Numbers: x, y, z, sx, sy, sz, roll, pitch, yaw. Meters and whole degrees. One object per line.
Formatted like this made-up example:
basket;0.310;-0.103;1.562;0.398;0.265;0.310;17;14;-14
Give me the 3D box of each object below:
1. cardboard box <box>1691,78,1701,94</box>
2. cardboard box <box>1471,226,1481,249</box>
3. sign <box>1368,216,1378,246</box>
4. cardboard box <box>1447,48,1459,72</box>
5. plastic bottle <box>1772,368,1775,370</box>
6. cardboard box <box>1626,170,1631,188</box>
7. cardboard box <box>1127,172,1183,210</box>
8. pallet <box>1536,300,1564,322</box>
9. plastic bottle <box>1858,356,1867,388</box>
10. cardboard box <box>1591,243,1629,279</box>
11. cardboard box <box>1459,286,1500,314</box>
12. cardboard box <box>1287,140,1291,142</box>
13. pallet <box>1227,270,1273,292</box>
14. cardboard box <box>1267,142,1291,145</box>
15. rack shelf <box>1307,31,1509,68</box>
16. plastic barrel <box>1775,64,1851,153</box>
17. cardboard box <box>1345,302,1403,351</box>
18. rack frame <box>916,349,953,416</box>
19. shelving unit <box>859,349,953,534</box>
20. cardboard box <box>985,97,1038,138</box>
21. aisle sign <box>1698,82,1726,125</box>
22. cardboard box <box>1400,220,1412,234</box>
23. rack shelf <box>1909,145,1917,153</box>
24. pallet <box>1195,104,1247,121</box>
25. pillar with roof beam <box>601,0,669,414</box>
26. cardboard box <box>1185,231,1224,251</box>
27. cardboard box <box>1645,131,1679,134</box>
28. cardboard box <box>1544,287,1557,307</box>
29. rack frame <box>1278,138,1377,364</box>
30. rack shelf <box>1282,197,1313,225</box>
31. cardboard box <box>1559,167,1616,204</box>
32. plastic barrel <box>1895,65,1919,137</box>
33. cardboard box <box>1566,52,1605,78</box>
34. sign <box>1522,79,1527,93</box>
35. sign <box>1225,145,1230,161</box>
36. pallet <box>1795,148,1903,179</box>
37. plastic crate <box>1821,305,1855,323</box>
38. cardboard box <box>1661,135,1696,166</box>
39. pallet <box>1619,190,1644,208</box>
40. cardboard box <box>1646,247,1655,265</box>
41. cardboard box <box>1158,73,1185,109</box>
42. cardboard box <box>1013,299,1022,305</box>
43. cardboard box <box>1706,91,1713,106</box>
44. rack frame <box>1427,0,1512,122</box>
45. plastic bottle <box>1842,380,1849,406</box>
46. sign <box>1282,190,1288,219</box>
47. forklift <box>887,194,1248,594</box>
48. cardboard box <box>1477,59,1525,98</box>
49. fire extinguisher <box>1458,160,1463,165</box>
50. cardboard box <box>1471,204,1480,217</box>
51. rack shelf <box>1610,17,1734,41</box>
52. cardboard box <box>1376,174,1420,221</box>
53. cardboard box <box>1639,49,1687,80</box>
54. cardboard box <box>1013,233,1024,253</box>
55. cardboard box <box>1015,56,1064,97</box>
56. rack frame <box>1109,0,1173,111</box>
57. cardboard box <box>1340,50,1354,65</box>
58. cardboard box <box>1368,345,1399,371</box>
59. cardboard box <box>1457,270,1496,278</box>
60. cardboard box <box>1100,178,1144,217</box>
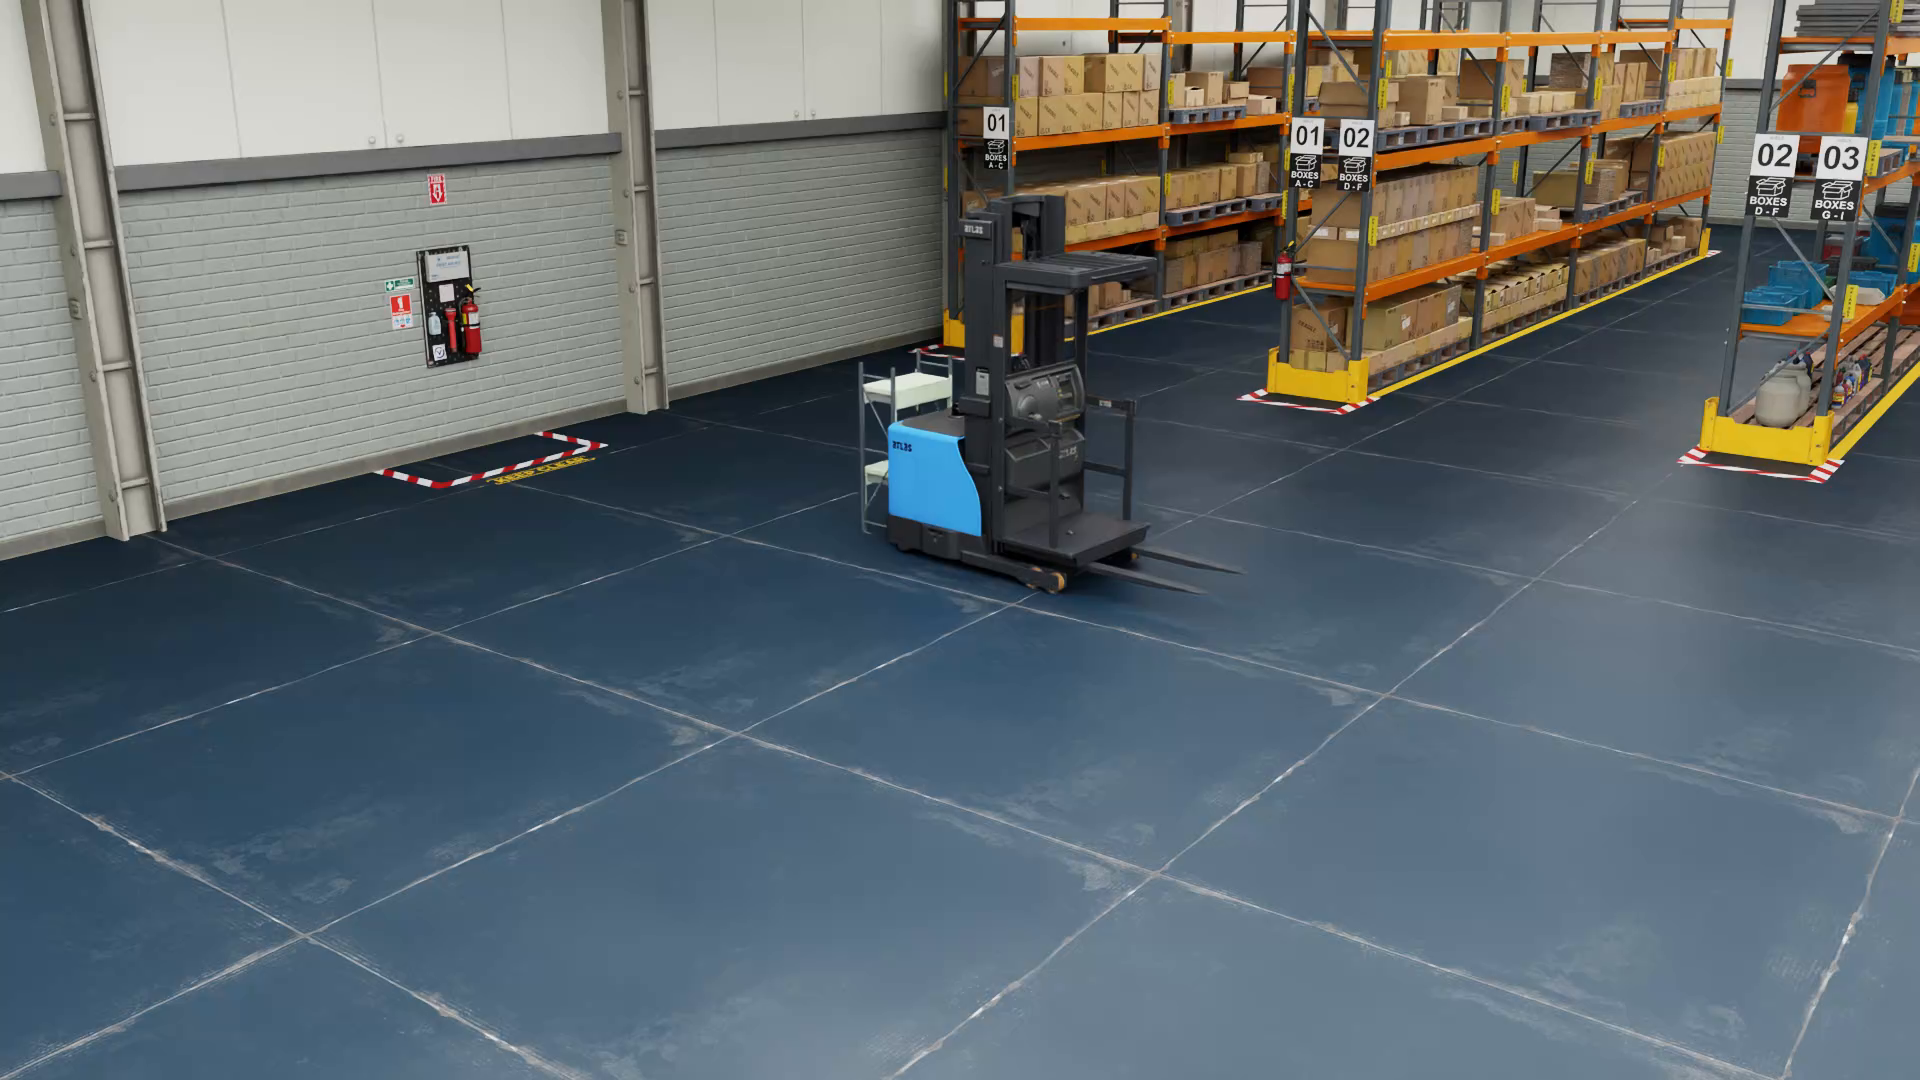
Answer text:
cardboard box;12.792;-8.047;29.450;0.500;0.250;0.500;12;21;35
cardboard box;6.893;-4.167;22.859;0.500;0.250;0.500;14;22;38
sign;4.693;-3.513;18.906;0.100;0.325;0.005;12;21;35
cardboard box;9.587;-9.591;33.126;0.500;0.500;0.500;12;21;35
plastic bottle;9.224;-1.798;18.826;0.152;0.276;0.135;12;21;33
cardboard box;11.493;-6.232;29.084;0.500;0.500;0.500;13;21;36
cardboard box;2.985;-5.362;25.541;0.700;0.500;0.500;12;21;35
pallet;8.496;-3.546;25.306;1.003;0.211;1.213;12;21;35
plastic bottle;10.344;-1.933;19.135;0.144;0.351;0.185;11;20;32
cardboard box;10.737;-4.632;27.575;0.500;0.500;0.500;13;21;35
cardboard box;7.081;-3.324;22.872;0.500;0.311;0.500;13;21;35
cardboard box;6.022;-7.018;29.818;0.500;0.250;0.500;12;21;33
pallet;4.571;-4.424;28.133;1.003;0.211;1.213;12;21;35
cardboard box;5.719;-6.897;29.427;0.500;0.250;0.500;12;21;33
rack shelf;5.443;-5.968;20.176;1.077;0.370;4.000;12;21;35
plastic barrel;8.415;-4.262;16.419;0.600;0.830;0.708;12;21;35
cardboard box;5.046;-2.615;20.270;0.500;0.500;0.500;12;21;35
rack frame;-0.222;-0.914;14.656;0.400;1.500;0.023;14;22;38
shelving unit;-0.458;-0.831;14.389;0.431;1.500;0.755;14;22;38
cardboard box;0.671;-5.561;21.834;0.500;0.500;0.500;13;22;36
aisle sign;14.071;-8.176;31.130;0.394;0.787;0.004;12;21;35
cardboard box;5.272;-3.820;20.226;0.380;0.149;0.250;12;21;33
rack shelf;11.802;-4.803;20.808;1.077;0.370;4.000;12;21;35
pallet;3.723;-6.707;26.043;1.213;0.211;1.003;12;21;35
pillar with roof beam;-0.125;-5.031;15.270;9.100;9.000;0.400;12;21;35
cardboard box;3.958;-4.887;27.131;0.500;0.250;0.500;12;21;34
cardboard box;13.003;-7.313;30.879;0.500;0.500;0.500;13;21;35
cardboard box;8.596;-3.662;24.908;0.500;0.250;0.500;12;21;34
rack frame;4.251;-3.161;19.366;1.000;3.000;0.127;12;21;35
rack shelf;6.229;-6.074;29.959;1.077;0.370;4.000;12;21;35
cardboard box;10.001;-5.669;26.565;0.500;0.500;0.700;-15;23;-40
plastic barrel;12.330;-5.705;21.655;0.600;0.901;0.600;0;17;0
cardboard box;9.587;-7.249;25.616;0.500;0.500;0.500;12;21;35
sign;8.583;-6.843;25.291;0.100;0.325;0.005;12;21;35
sign;4.590;-6.592;28.459;0.100;0.325;0.005;12;21;35
pallet;8.799;-3.807;16.707;1.003;0.211;1.213;12;21;35
plastic crate;9.019;-2.316;17.087;0.298;0.136;0.250;12;21;35
cardboard box;12.829;-6.976;29.795;0.500;0.500;0.500;13;22;36
pallet;10.837;-5.757;28.048;1.003;0.211;1.213;12;21;35
cardboard box;11.825;-5.007;29.102;0.500;0.311;0.500;12;21;35
cardboard box;3.044;-6.785;25.102;0.500;0.500;0.500;16;24;42
cardboard box;1.095;-3.247;23.432;0.500;0.311;0.500;15;22;39
cardboard box;13.383;-8.047;30.294;0.500;0.250;0.500;12;21;35
rack frame;6.635;-6.979;21.544;1.000;3.000;0.127;12;21;35
plastic bottle;9.707;-1.626;18.259;0.061;0.283;0.133;13;21;36
sign;3.824;-3.927;19.479;0.100;0.325;0.005;12;21;35
forklift;0.838;-1.159;13.035;3.031;2.935;1.130;14;22;38
cardboard box;7.354;-6.313;22.739;0.500;0.500;0.500;15;23;40
fire extinguisher;10.264;-7.586;34.374;0.296;0.674;0.183;12;21;35
cardboard box;6.645;-4.369;21.993;0.380;0.149;0.250;12;21;35
rack shelf;12.593;-9.016;29.321;1.077;0.370;4.000;12;21;35
cardboard box;5.180;-4.197;20.344;0.700;0.500;0.500;13;21;35
cardboard box;12.072;-8.194;28.659;0.700;0.500;0.500;12;21;35
cardboard box;0.816;-4.034;22.395;0.500;0.250;0.500;12;21;33
cardboard box;1.035;-6.163;22.084;0.500;0.500;0.500;12;21;34
rack frame;2.654;-7.854;24.360;1.000;3.000;0.127;12;21;35
cardboard box;6.791;-8.756;30.149;0.500;0.250;0.500;14;22;39
cardboard box;5.044;-2.257;20.382;0.500;0.250;0.500;12;21;35
cardboard box;7.552;-3.779;24.338;0.500;0.311;0.500;12;21;34
cardboard box;2.328;-4.997;24.233;0.500;0.500;0.500;12;21;34
